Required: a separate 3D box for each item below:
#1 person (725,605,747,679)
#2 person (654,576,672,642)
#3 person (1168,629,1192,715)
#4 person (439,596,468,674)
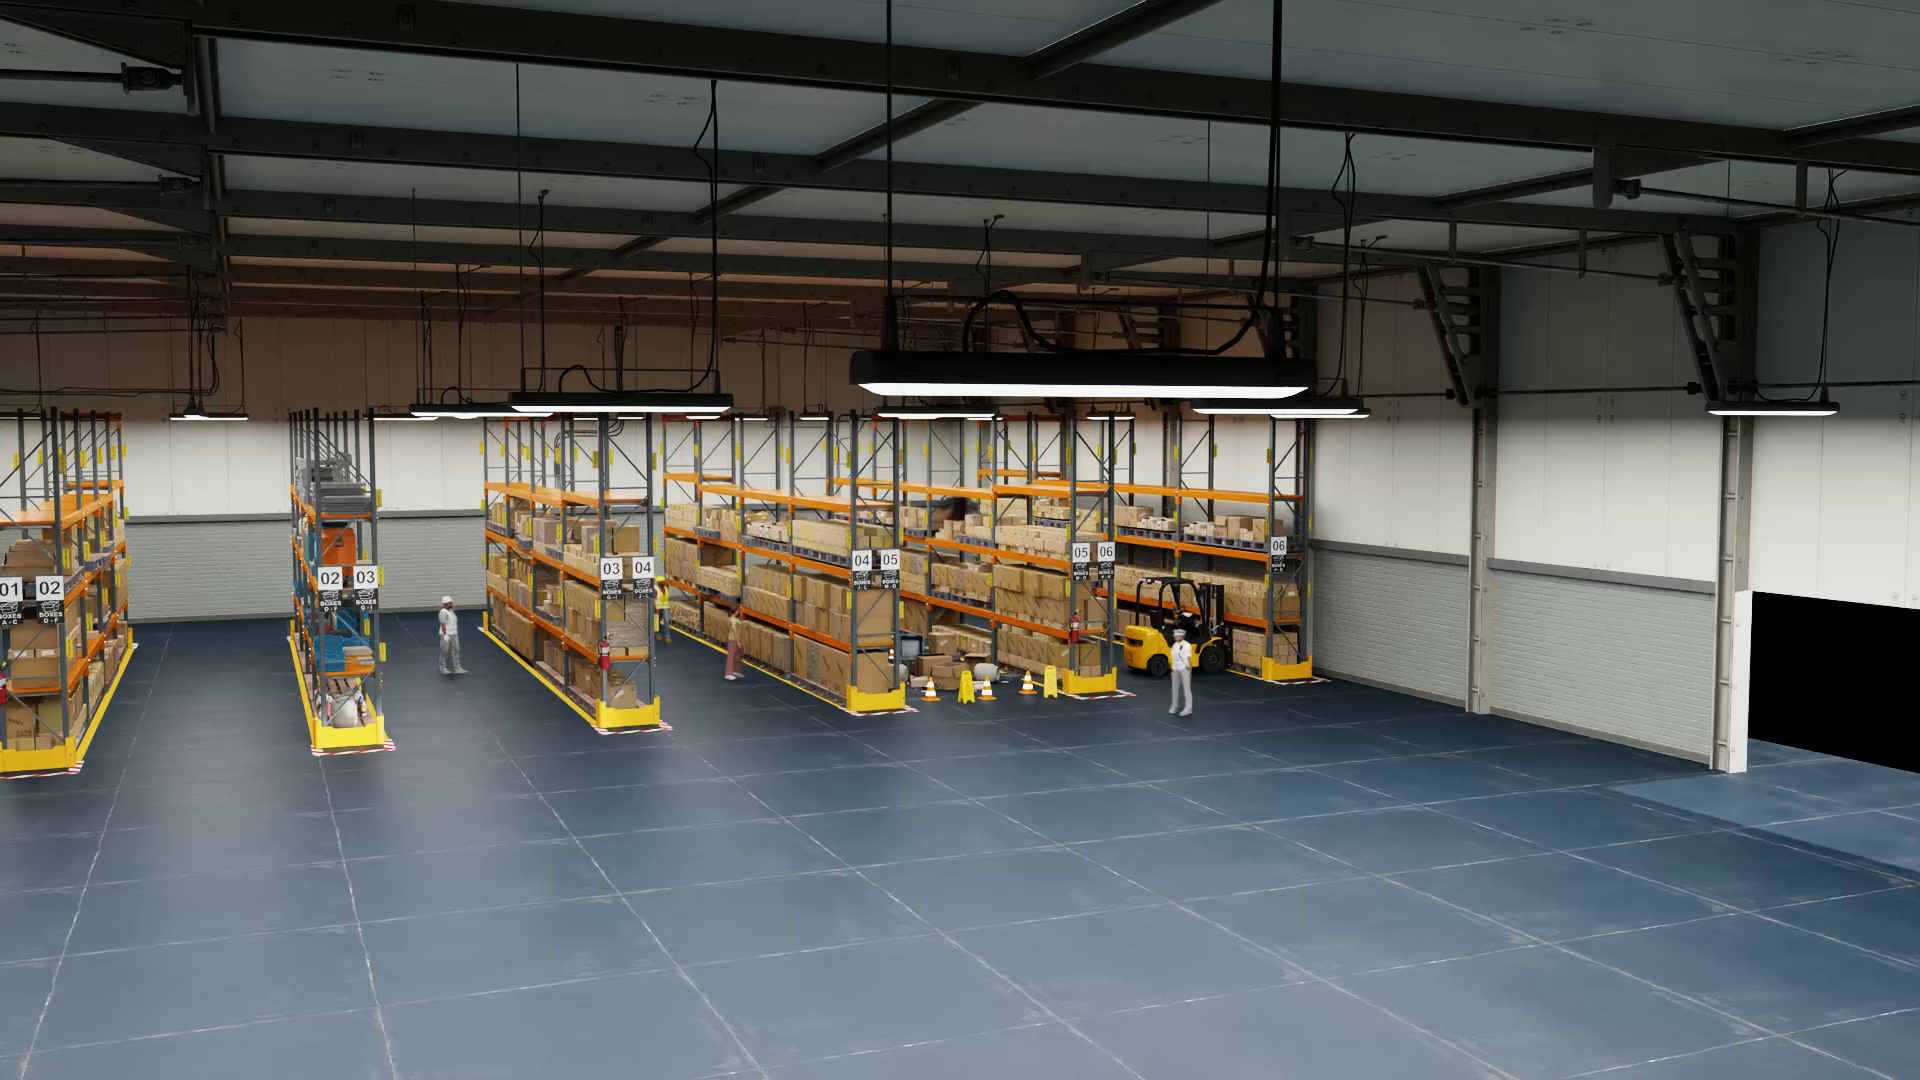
[{"bbox_3d":[-5.048,2.290,37.314,0.446,1.704,0.596,0,4,0],"label":"person"},{"bbox_3d":[-7.827,1.795,43.453,0.504,1.701,1.030,-1,4,-17],"label":"person"},{"bbox_3d":[4.330,2.591,32.781,0.395,1.672,0.499,-4,6,-44],"label":"person"},{"bbox_3d":[-11.610,2.176,37.974,0.595,1.788,0.595,2,4,21],"label":"person"}]
